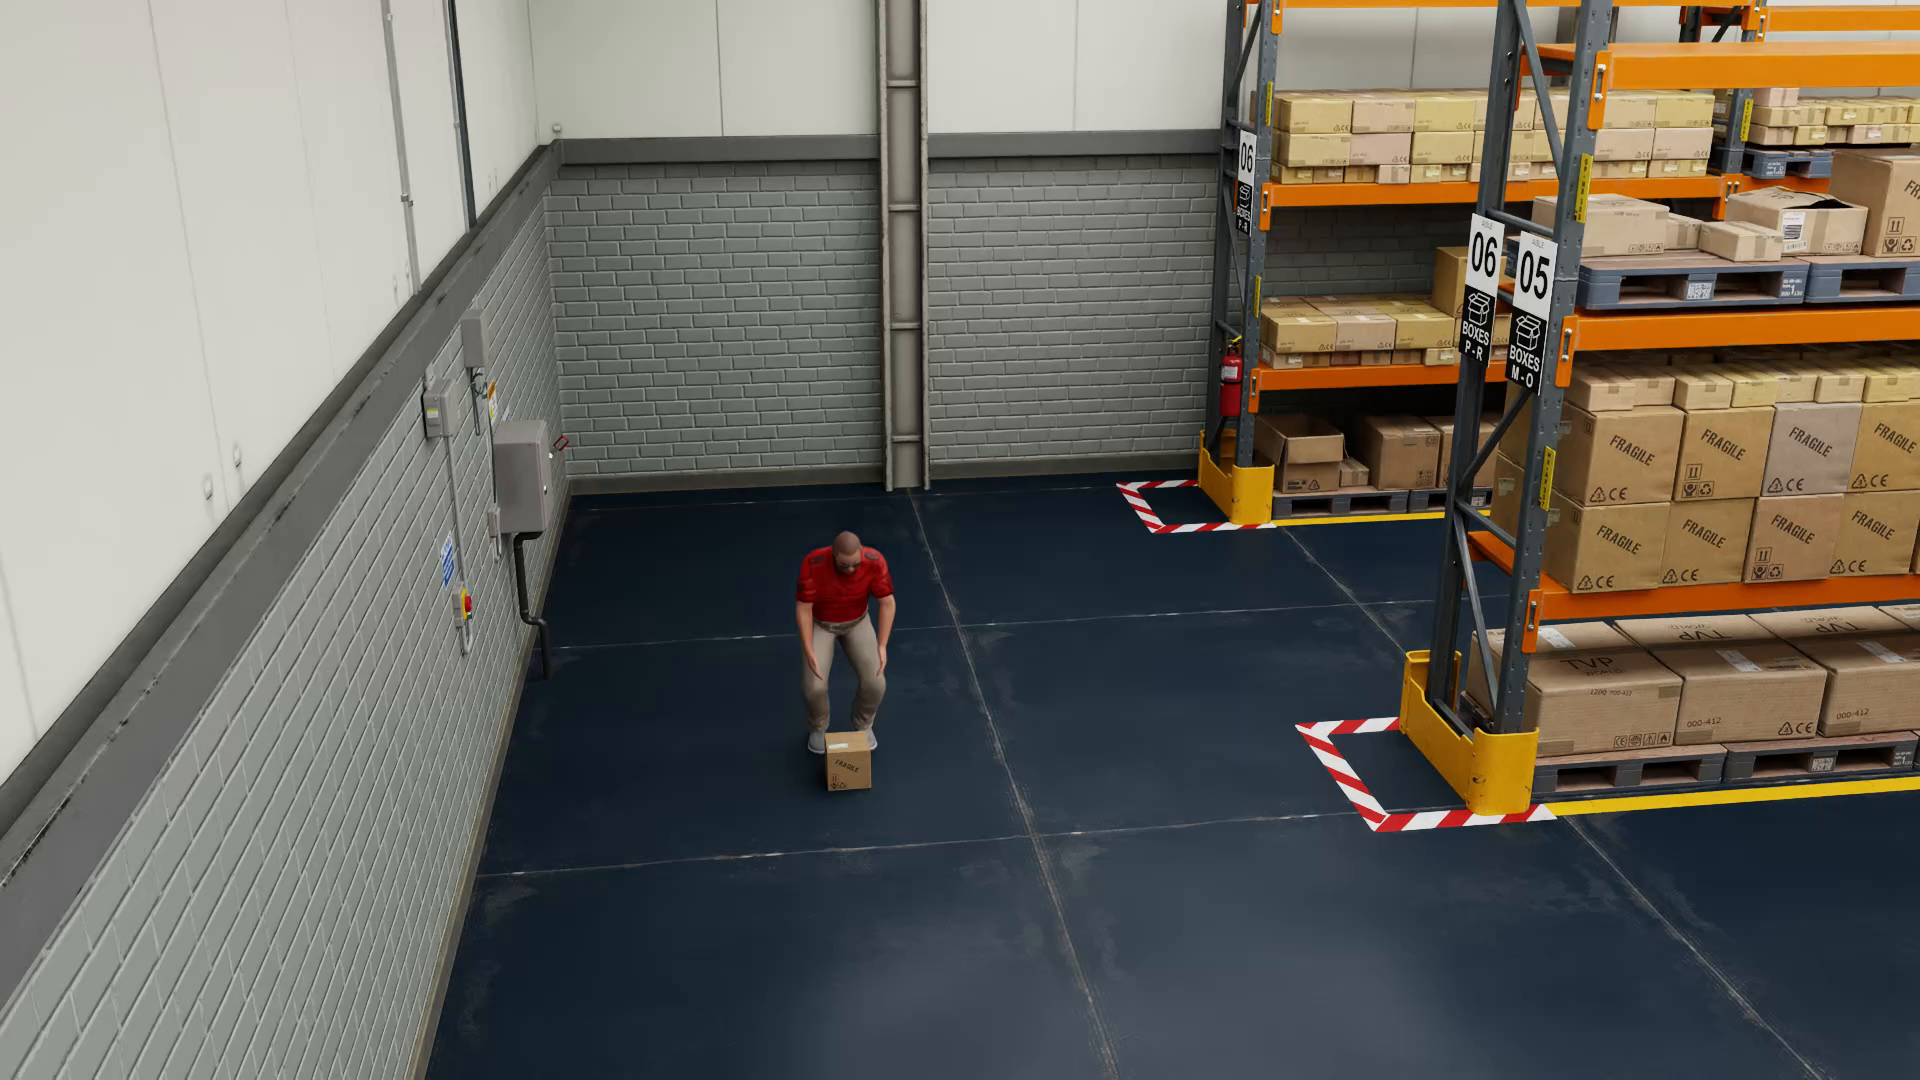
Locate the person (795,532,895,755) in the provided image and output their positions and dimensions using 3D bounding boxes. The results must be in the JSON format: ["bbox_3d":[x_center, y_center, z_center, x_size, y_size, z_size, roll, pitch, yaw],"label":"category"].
[{"bbox_3d":[-0.684,0.567,9.928,0.588,1.467,0.666,-3,20,-7],"label":"person"}]
